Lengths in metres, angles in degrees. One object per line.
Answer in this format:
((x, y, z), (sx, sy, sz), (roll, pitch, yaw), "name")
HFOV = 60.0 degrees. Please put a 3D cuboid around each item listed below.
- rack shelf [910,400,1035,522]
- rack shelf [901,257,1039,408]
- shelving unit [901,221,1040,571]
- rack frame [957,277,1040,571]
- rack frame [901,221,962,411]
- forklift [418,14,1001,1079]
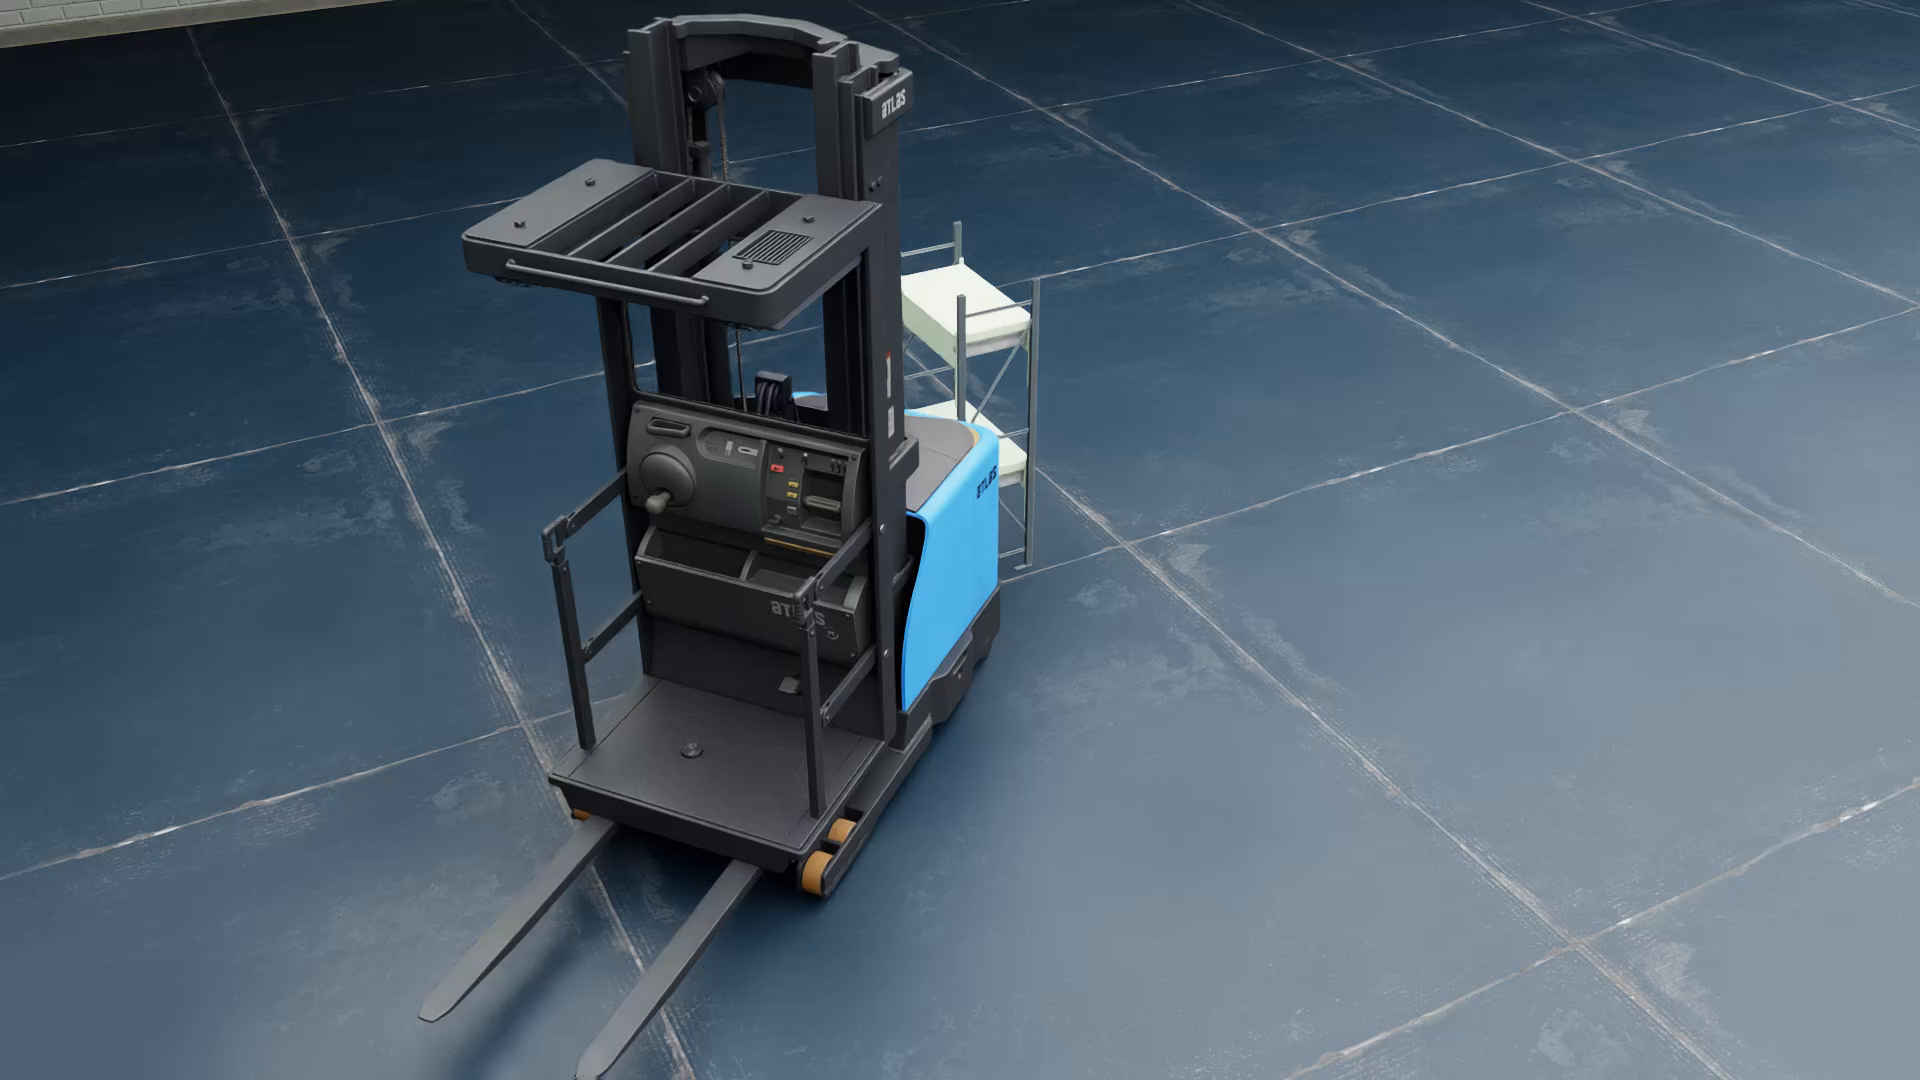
((-0.003, -0.360, 8.026), (0.431, 0.370, 0.720), (-16, 36, -23), "rack shelf")
((-0.003, -0.963, 7.640), (0.431, 0.370, 0.720), (-16, 36, -23), "rack shelf")
((-0.003, -0.635, 7.850), (0.431, 1.500, 0.755), (-16, 36, -23), "shelving unit")
((0.168, -0.460, 7.578), (0.400, 1.500, 0.023), (-16, 36, -23), "rack frame")
((-0.174, -0.809, 8.123), (0.400, 1.500, 0.023), (-16, 36, -23), "rack frame")
((-0.865, -0.174, 5.804), (1.130, 2.935, 3.031), (13, 35, 19), "forklift")
